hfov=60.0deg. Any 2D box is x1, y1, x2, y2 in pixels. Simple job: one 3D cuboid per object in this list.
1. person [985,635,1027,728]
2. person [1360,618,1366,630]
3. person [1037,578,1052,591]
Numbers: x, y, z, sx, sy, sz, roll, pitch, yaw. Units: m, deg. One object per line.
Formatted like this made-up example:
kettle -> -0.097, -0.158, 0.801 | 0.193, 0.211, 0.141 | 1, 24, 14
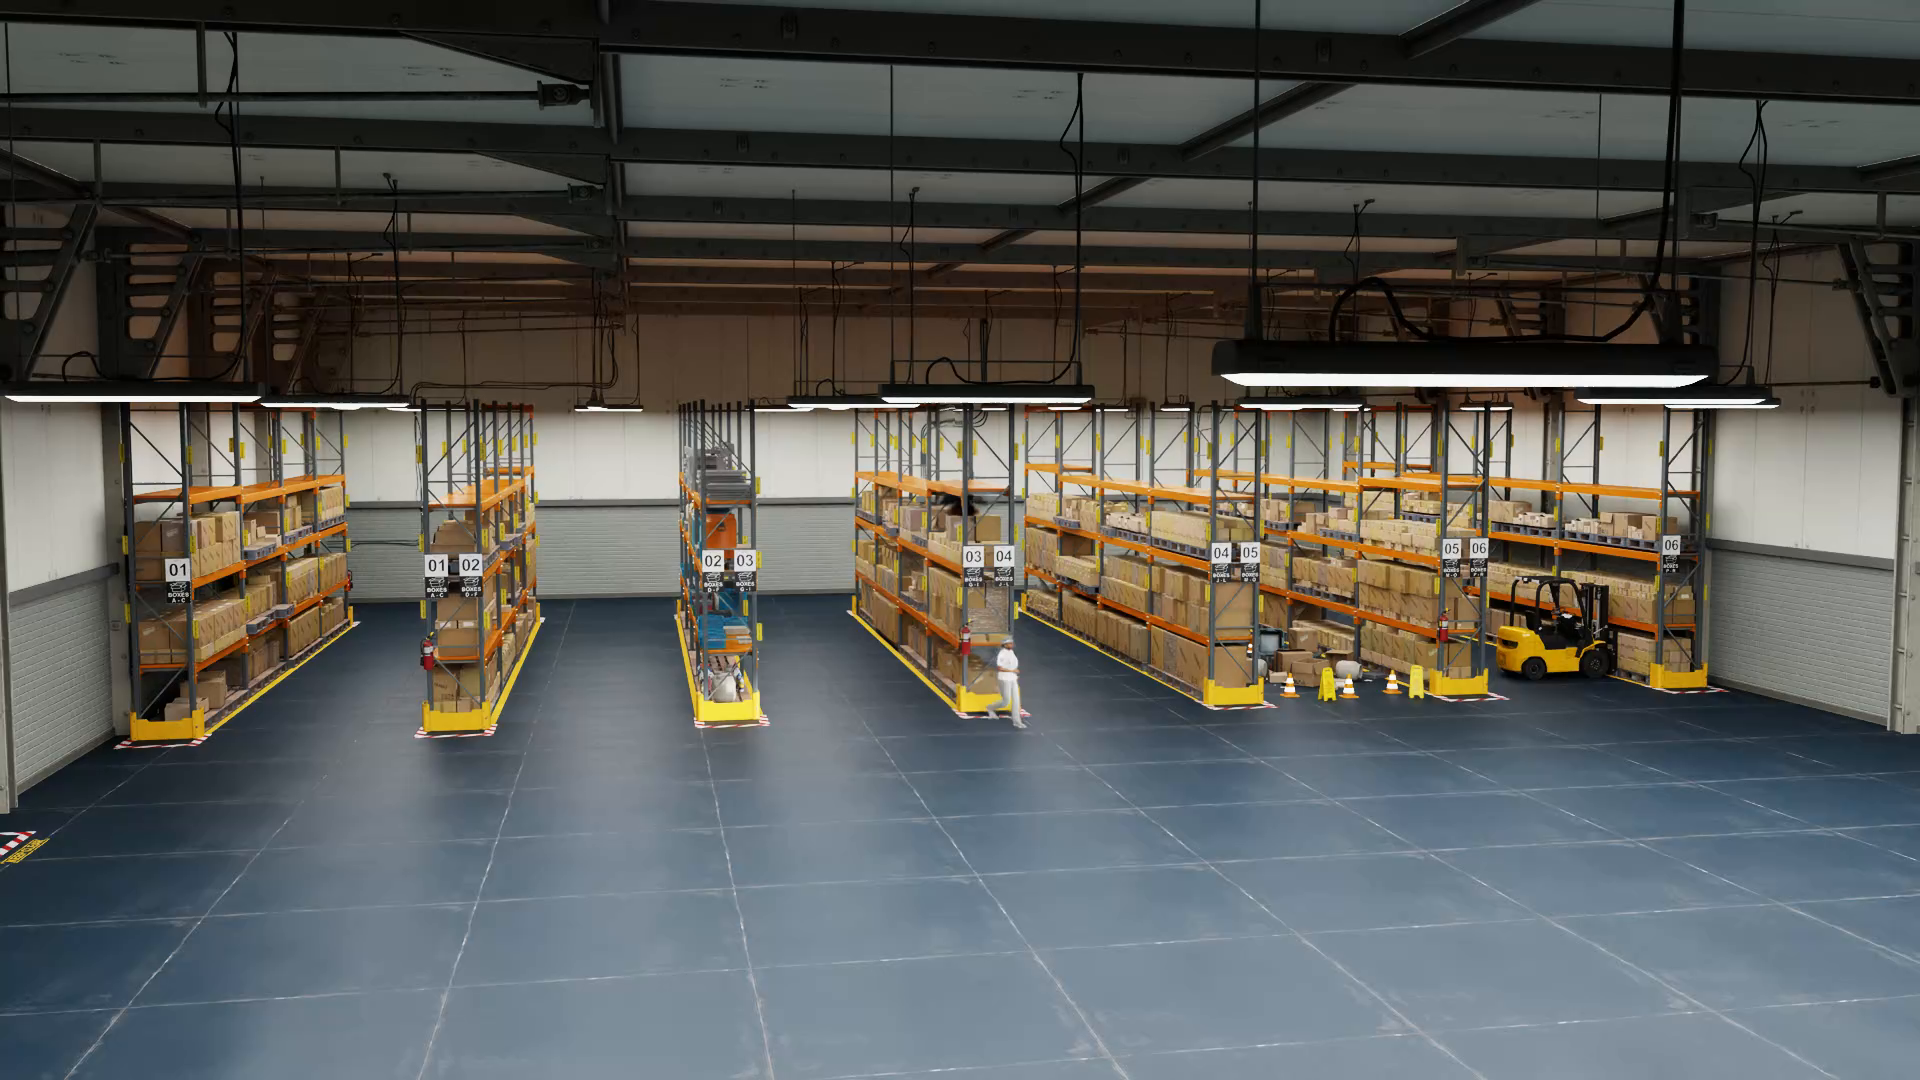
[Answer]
person -> 0.858, 2.572, 30.352 | 0.833, 1.691, 0.592 | 3, 5, 33
person -> 10.307, 1.717, 42.512 | 0.578, 1.648, 0.749 | -1, 4, -12
person -> 2.579, 1.114, 49.707 | 0.735, 1.806, 0.694 | 1, 4, 10
